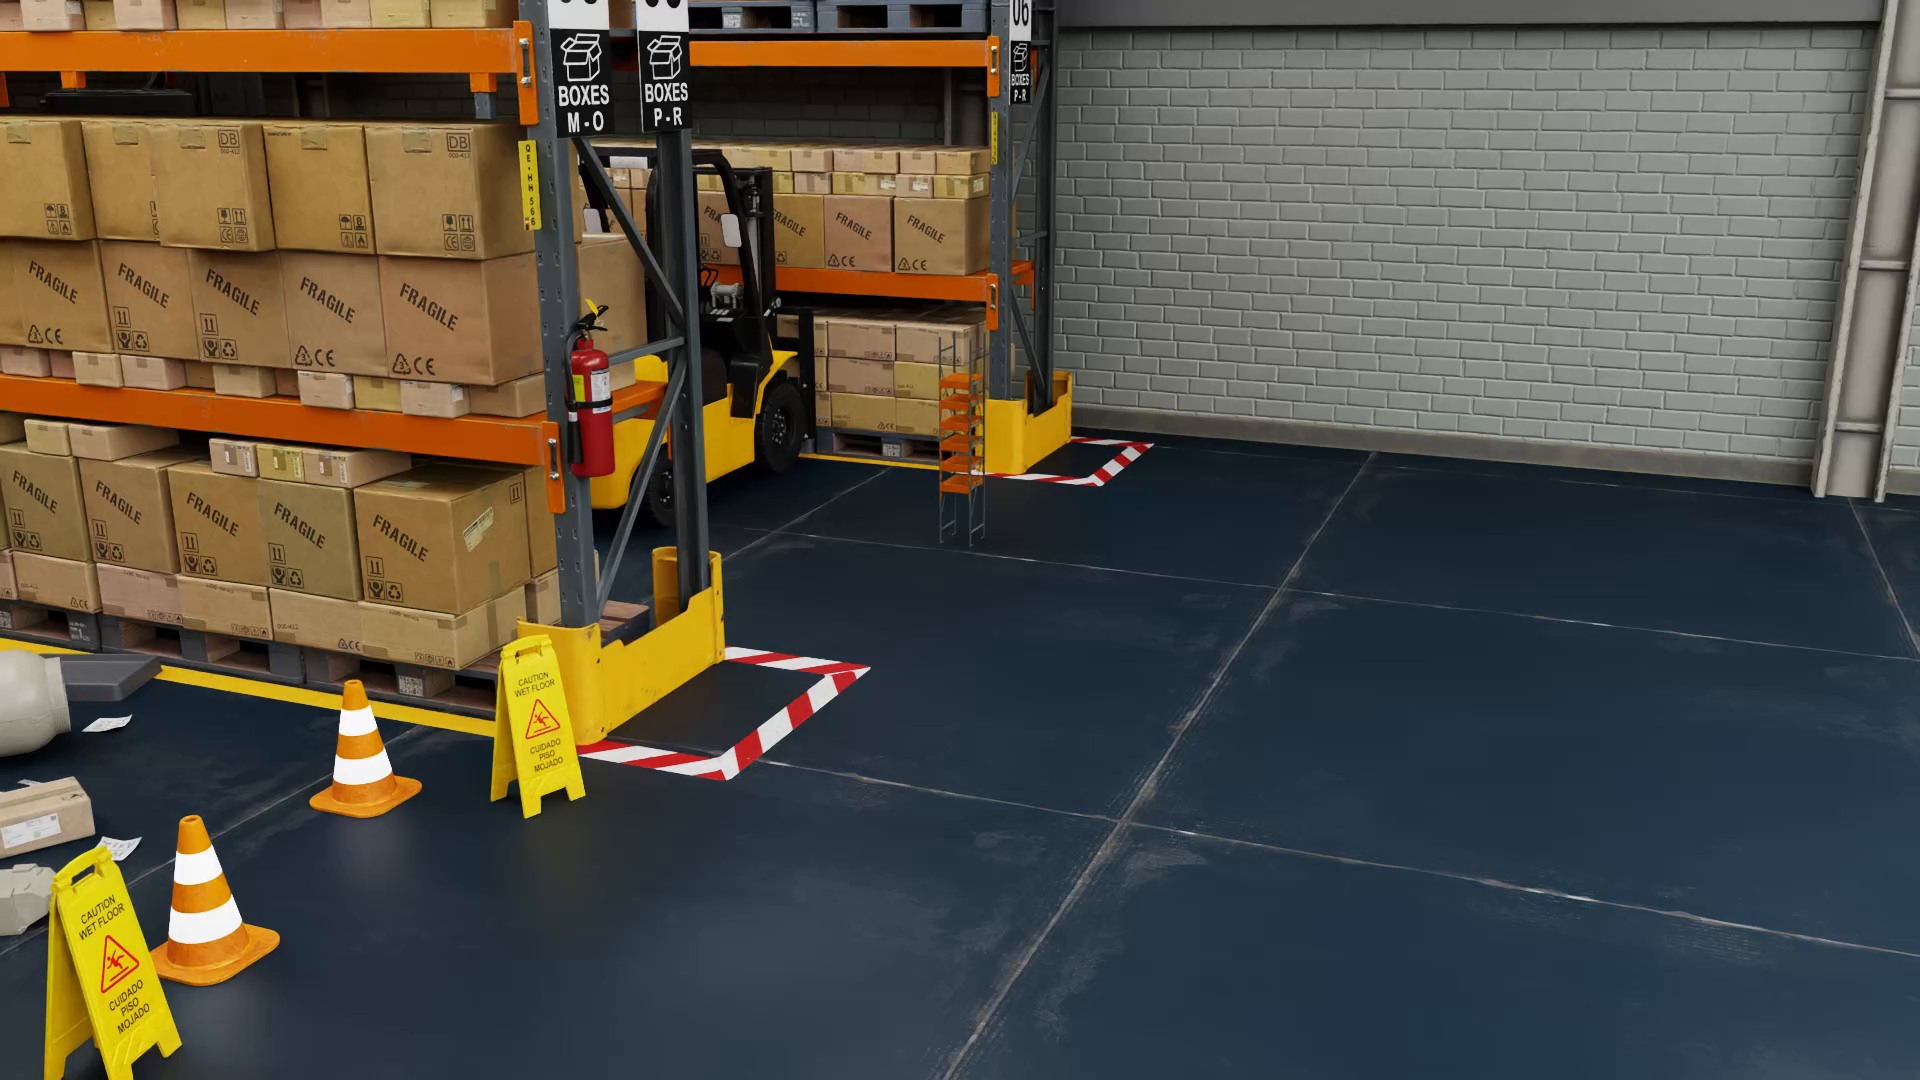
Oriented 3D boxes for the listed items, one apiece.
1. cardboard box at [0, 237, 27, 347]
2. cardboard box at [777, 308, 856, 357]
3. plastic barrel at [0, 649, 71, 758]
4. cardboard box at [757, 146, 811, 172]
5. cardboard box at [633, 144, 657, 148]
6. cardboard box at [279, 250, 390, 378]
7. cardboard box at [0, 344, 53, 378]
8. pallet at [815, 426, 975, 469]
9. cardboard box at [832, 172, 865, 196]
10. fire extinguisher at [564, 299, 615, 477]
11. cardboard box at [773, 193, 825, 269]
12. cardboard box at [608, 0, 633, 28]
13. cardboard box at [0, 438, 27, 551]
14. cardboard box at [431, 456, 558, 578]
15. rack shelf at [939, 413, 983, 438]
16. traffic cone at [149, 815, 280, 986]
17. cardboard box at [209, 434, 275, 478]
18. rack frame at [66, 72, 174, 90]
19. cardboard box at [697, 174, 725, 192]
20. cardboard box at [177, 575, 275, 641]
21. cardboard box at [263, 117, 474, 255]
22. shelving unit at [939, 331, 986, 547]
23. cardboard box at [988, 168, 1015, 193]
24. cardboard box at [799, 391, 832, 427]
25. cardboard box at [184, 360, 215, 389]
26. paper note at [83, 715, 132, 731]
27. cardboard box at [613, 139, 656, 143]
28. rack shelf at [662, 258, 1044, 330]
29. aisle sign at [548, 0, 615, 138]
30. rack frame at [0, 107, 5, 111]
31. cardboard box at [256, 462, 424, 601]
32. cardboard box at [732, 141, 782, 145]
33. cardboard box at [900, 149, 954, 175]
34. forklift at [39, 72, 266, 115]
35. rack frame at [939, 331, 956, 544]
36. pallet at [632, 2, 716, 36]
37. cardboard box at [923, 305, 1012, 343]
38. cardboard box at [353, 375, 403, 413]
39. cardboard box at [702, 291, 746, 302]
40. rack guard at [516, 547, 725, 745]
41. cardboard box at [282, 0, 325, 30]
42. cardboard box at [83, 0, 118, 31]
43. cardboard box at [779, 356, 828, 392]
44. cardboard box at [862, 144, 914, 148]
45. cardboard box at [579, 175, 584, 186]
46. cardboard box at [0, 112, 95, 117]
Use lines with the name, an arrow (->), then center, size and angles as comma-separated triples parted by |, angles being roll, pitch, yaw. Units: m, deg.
cardboard box -> -4.321, -1.195, 7.698 | 0.500, 0.500, 0.500 | 6, 17, 20
cardboard box -> -1.058, -1.473, 11.752 | 0.500, 0.250, 0.500 | 7, 17, 21
plastic barrel -> -3.860, 0.661, 6.638 | 0.512, 0.421, 0.421 | -9, 18, -27
cardboard box -> -1.200, -2.635, 11.492 | 0.250, 0.149, 0.380 | 7, 17, 22
cardboard box -> -2.128, -2.748, 11.883 | 0.250, 0.149, 0.380 | 6, 17, 20
cardboard box -> -2.453, -0.985, 6.974 | 0.500, 0.500, 0.500 | 6, 17, 21
cardboard box -> -4.199, -0.865, 7.724 | 0.250, 0.149, 0.380 | 7, 18, 22
pallet -> -0.292, -0.774, 11.961 | 1.213, 0.211, 1.003 | 6, 17, 21
cardboard box -> -0.684, -2.457, 11.414 | 0.250, 0.149, 0.380 | 6, 17, 20
fire extinguisher -> -1.445, -0.590, 6.463 | 0.183, 0.674, 0.296 | 6, 17, 21
cardboard box -> -1.075, -2.184, 11.636 | 0.500, 0.500, 0.500 | 6, 17, 20
cardboard box -> -1.572, -2.196, 6.928 | 0.250, 0.149, 0.380 | 6, 17, 21
cardboard box -> -4.654, -0.278, 8.085 | 0.500, 0.500, 0.500 | 7, 18, 23
cardboard box -> -2.054, -0.156, 7.663 | 0.500, 0.500, 0.500 | 6, 17, 19
rack shelf -> 0.013, -0.647, 9.480 | 0.180, 0.103, 0.258 | 6, 17, 21
traffic cone -> -2.347, 1.074, 5.145 | 0.334, 0.463, 0.336 | 6, 17, 21
cardboard box -> -3.067, -0.399, 7.338 | 0.250, 0.149, 0.380 | 7, 18, 23
rack frame -> -7.007, -2.864, 14.159 | 0.127, 3.000, 1.000 | 6, 17, 21
cardboard box -> -1.655, -2.550, 11.735 | 0.250, 0.149, 0.380 | 6, 17, 19
cardboard box -> -3.201, 0.241, 7.642 | 0.500, 0.250, 0.500 | 6, 17, 19
cardboard box -> -2.406, -1.478, 6.879 | 0.500, 0.500, 0.700 | 6, 17, 21
shelving unit -> 0.013, -0.575, 9.501 | 0.189, 1.200, 0.258 | 6, 17, 21
cardboard box -> 0.215, -2.507, 11.587 | 0.250, 0.149, 0.380 | 6, 17, 19
cardboard box -> -1.039, -1.000, 11.916 | 0.500, 0.250, 0.500 | 6, 17, 21
cardboard box -> -3.224, -0.781, 7.436 | 0.250, 0.149, 0.380 | 6, 17, 21
paper note -> -3.576, 0.767, 6.977 | 0.148, 0.019, 0.142 | 0, 16, 1
cardboard box -> -2.409, -2.943, 12.554 | 0.250, 0.149, 0.380 | 6, 17, 20
rack shelf -> -1.426, -1.905, 12.145 | 4.000, 0.370, 1.077 | 6, 17, 21
aisle sign -> -1.432, -1.925, 6.261 | 0.004, 0.787, 0.394 | 6, 17, 21
rack frame -> -5.104, -1.167, 8.314 | 0.127, 3.000, 1.000 | 6, 17, 21
cardboard box -> -2.711, -0.066, 7.354 | 0.500, 0.500, 0.500 | 7, 18, 23
cardboard box -> -1.475, -2.830, 12.164 | 0.250, 0.149, 0.380 | 7, 18, 22
cardboard box -> -0.216, -2.547, 11.191 | 0.250, 0.149, 0.380 | 6, 17, 21
forklift -> -5.019, -1.727, 10.366 | 3.031, 2.935, 1.130 | -8, 18, -26
rack frame -> -0.072, -0.584, 9.534 | 0.006, 1.200, 0.240 | 6, 17, 21
pallet -> -2.483, -3.772, 12.066 | 1.213, 0.211, 1.003 | 6, 17, 21
cardboard box -> 0.057, -1.505, 11.864 | 0.500, 0.250, 0.500 | 6, 17, 20
cardboard box -> -2.316, -0.649, 6.979 | 0.250, 0.149, 0.380 | 6, 17, 20
cardboard box -> -1.815, -1.713, 12.579 | 0.500, 0.250, 0.500 | 6, 17, 21
rack guard -> -1.454, 0.435, 7.279 | 0.348, 0.500, 1.175 | 6, 17, 21
cardboard box -> -2.507, -2.138, 6.728 | 0.250, 0.149, 0.380 | 6, 17, 21
cardboard box -> -3.467, -2.233, 7.056 | 0.250, 0.149, 0.380 | 6, 17, 21
cardboard box -> -1.083, -1.237, 11.837 | 0.500, 0.250, 0.500 | 6, 17, 19
cardboard box -> -0.506, -2.726, 11.806 | 0.250, 0.149, 0.380 | 6, 17, 21
cardboard box -> -2.592, -2.668, 12.141 | 0.250, 0.149, 0.380 | 6, 17, 21
cardboard box -> -4.307, -1.679, 7.570 | 0.500, 0.500, 0.700 | 6, 17, 21
